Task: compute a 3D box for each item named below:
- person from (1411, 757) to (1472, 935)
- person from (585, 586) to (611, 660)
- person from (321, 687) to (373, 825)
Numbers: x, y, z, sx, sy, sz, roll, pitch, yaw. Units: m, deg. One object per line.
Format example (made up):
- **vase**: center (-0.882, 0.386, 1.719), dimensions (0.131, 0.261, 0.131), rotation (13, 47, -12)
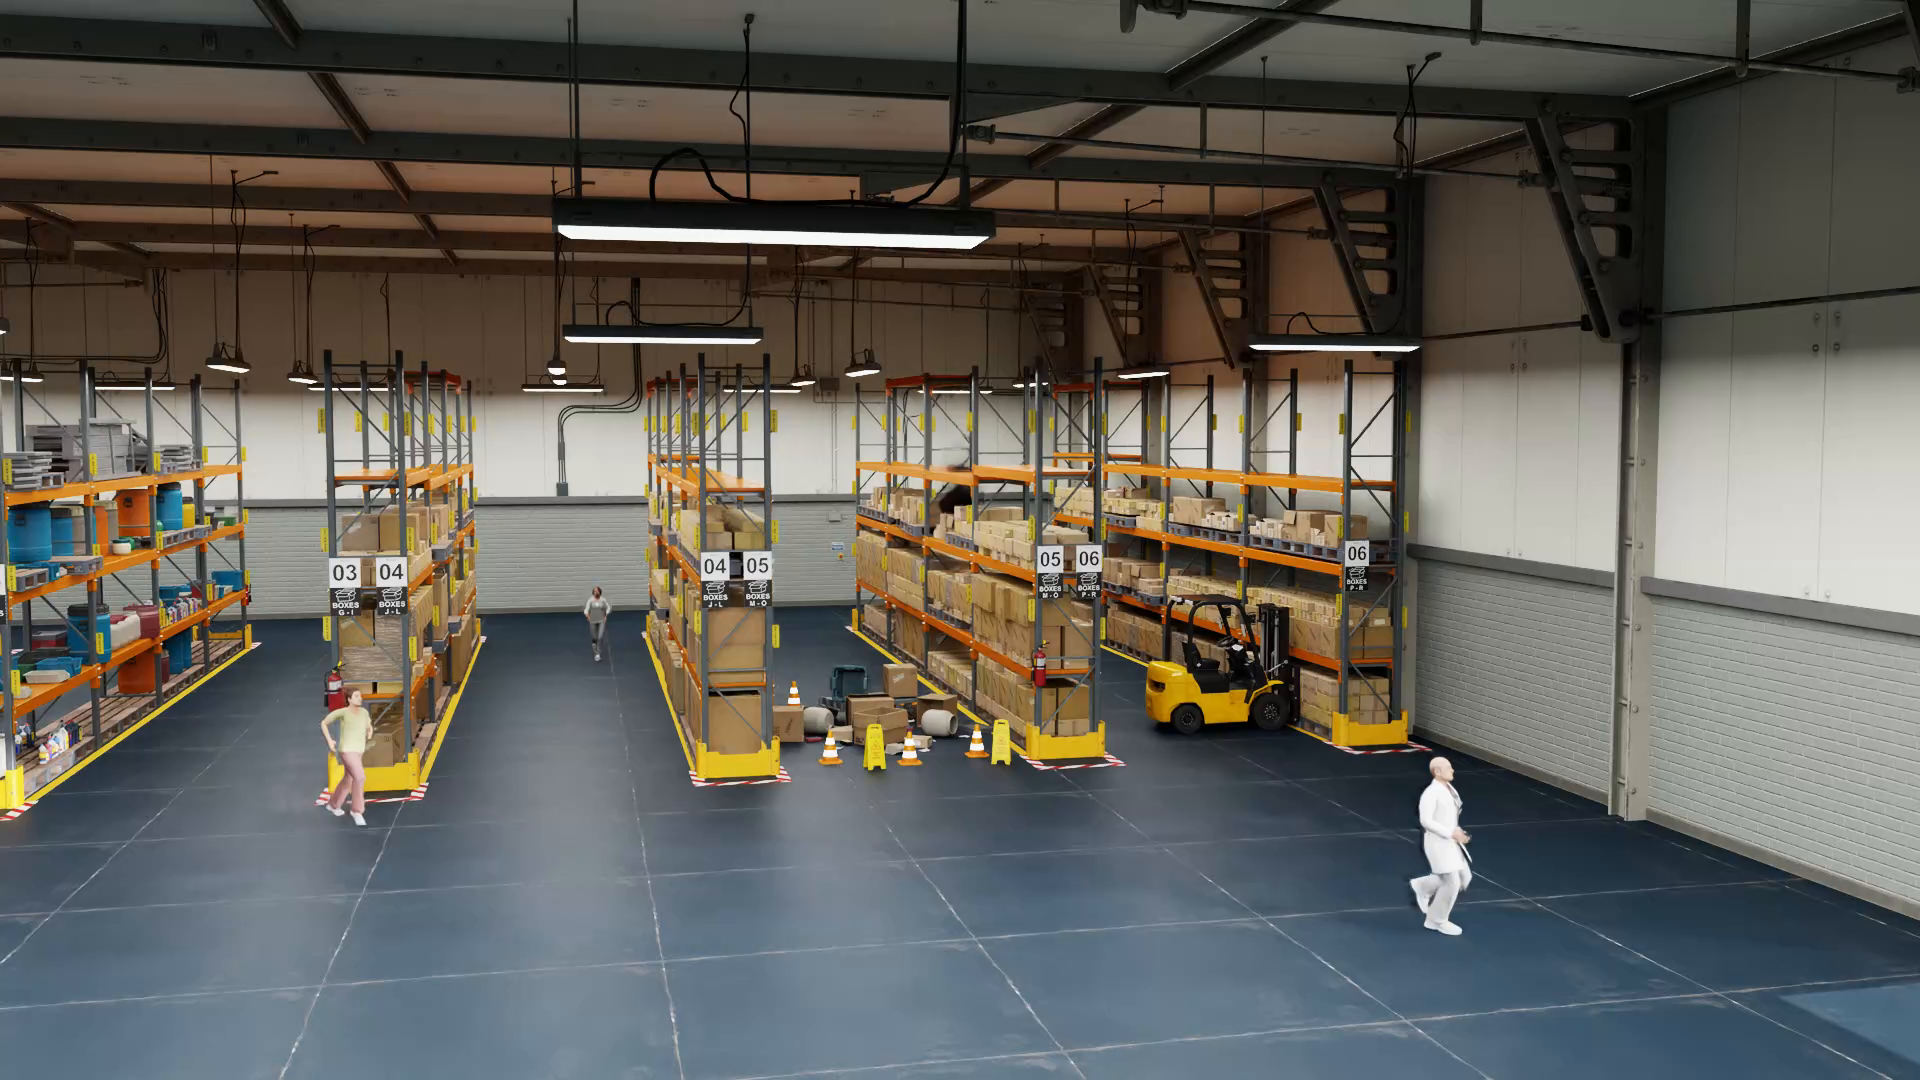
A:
- **person**: center (4.748, 3.003, 16.405), dimensions (0.622, 1.735, 0.711), rotation (3, 5, 34)
- **person**: center (-7.742, 1.767, 35.540), dimensions (0.545, 1.564, 0.623), rotation (-1, 4, -12)
- **person**: center (-7.712, 2.715, 21.057), dimensions (0.746, 1.720, 0.574), rotation (2, 4, 23)
